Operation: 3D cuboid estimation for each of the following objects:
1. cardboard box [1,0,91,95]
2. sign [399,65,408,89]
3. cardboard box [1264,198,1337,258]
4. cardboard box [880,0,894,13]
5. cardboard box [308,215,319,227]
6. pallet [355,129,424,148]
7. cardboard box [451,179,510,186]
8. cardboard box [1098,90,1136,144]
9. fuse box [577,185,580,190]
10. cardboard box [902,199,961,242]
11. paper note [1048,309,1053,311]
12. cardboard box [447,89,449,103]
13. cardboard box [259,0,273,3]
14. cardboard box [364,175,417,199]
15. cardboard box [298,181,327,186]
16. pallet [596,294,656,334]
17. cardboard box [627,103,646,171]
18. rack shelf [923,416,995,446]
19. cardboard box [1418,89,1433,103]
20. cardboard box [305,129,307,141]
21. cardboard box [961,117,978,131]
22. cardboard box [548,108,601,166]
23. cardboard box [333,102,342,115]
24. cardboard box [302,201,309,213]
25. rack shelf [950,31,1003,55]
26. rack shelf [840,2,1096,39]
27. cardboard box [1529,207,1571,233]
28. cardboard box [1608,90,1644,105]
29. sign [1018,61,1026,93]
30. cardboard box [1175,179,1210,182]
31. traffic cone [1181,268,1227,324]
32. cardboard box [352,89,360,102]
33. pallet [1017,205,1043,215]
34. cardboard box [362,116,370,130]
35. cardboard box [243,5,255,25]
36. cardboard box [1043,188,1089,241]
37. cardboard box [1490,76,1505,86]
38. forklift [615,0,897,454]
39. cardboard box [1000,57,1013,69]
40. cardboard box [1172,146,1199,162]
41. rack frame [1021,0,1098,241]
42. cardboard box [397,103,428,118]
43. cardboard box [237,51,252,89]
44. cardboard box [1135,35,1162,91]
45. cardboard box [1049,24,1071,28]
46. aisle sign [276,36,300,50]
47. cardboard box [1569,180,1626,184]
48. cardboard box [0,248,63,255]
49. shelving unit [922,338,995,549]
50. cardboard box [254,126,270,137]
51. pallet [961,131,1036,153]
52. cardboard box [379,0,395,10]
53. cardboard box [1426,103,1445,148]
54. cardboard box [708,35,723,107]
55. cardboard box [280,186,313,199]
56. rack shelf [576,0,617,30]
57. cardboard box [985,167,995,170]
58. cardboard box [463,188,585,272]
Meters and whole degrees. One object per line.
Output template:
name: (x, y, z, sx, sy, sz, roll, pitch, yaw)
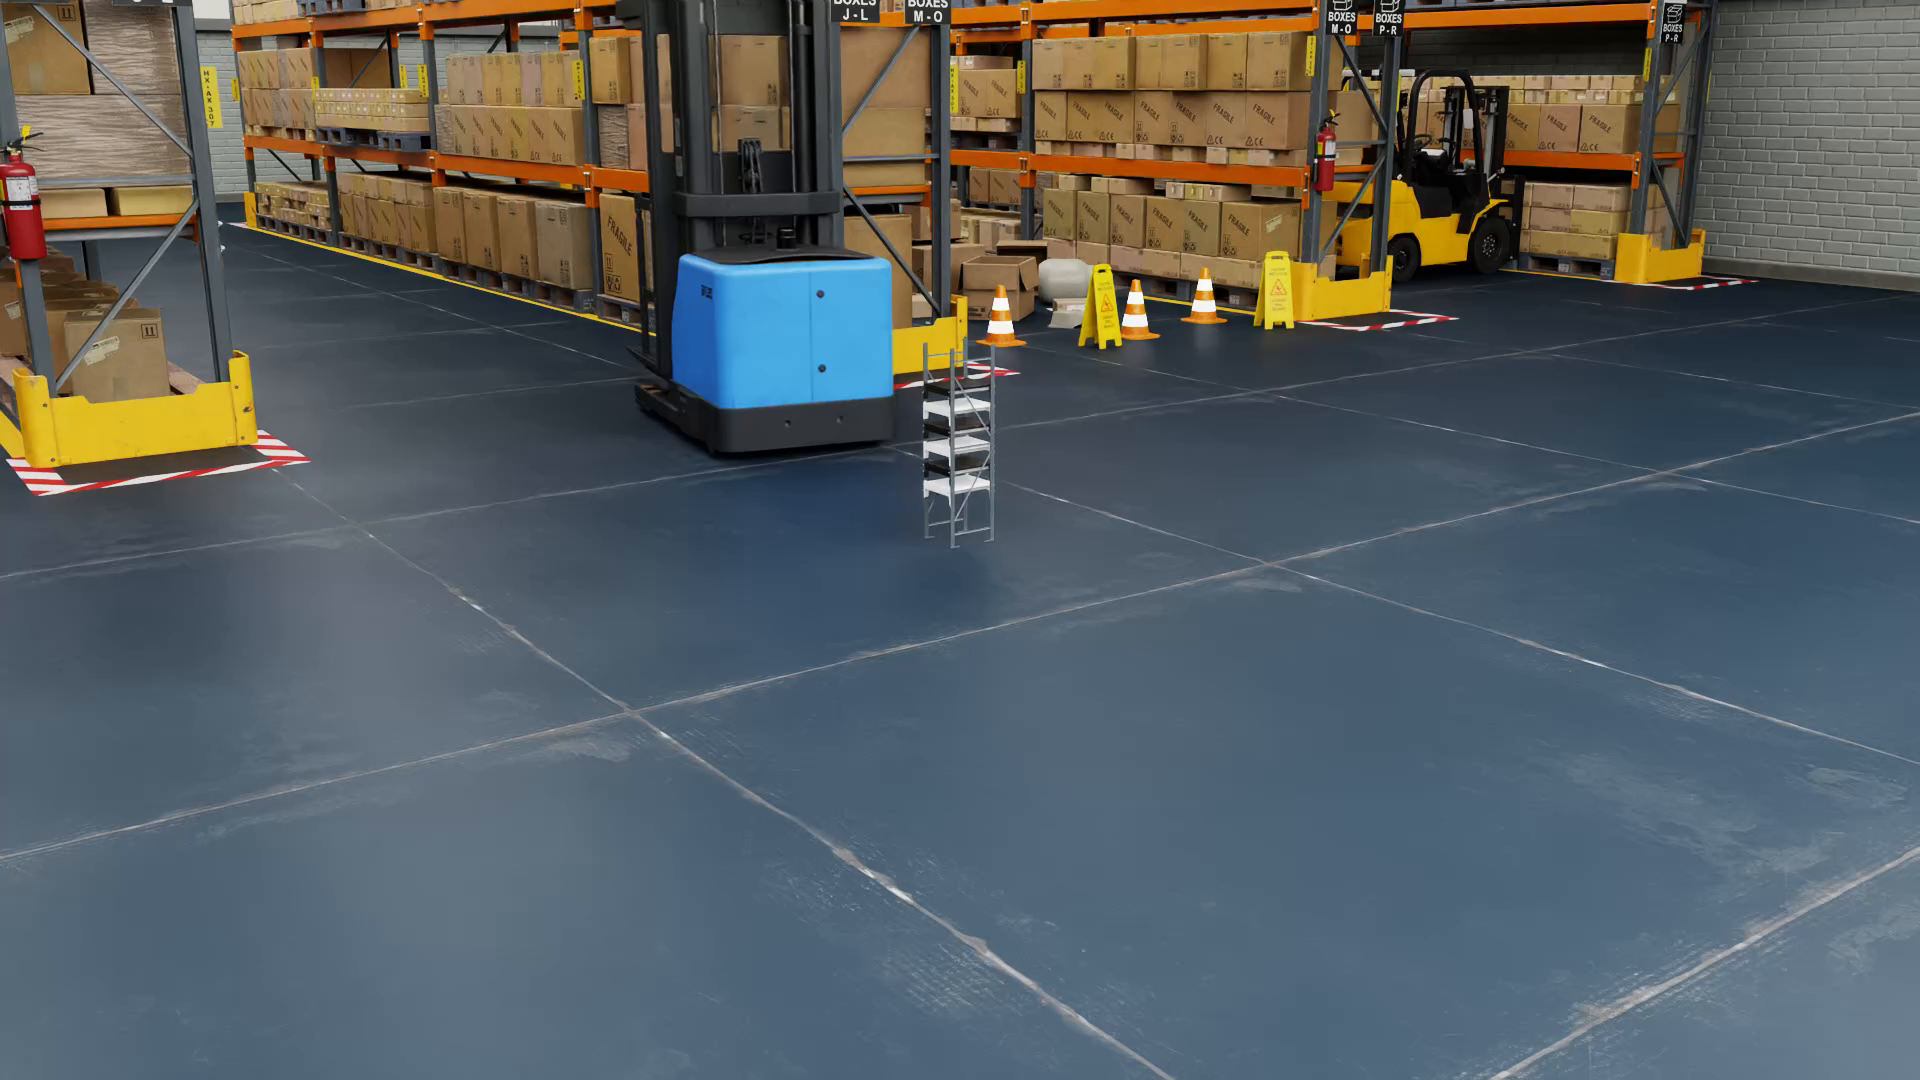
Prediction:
cardboard box: (-5.102, -2.692, 9.082, 0.500, 0.500, 0.500, -11, 19, -35)
sign: (-7.116, -5.895, 21.238, 0.100, 0.325, 0.005, -11, 19, -35)
cardboard box: (3.172, -2.935, 15.611, 0.500, 0.500, 0.500, -12, 19, -36)
cardboard box: (-0.717, -6.476, 19.685, 0.700, 0.500, 0.500, -11, 19, -35)
cardboard box: (-8.362, -4.223, 21.927, 0.380, 0.149, 0.250, -12, 19, -36)
pallet: (-6.408, -4.719, 19.500, 1.003, 0.211, 1.213, -11, 19, -35)
cardboard box: (-5.420, -3.939, 18.804, 0.500, 0.250, 0.500, -12, 19, -37)
cardboard box: (1.718, -4.173, 16.387, 0.500, 0.500, 0.500, -11, 19, -35)
fuse box: (-7.519, -7.767, 32.714, 0.539, 1.711, 0.414, -11, 19, -35)
cardboard box: (-0.337, -3.208, 16.916, 0.500, 0.500, 0.500, -11, 19, -35)
paper note: (0.894, -2.137, 15.348, 0.148, 0.019, 0.142, -4, 16, -15)
cardboard box: (-5.486, -4.949, 18.531, 0.380, 0.149, 0.250, -11, 19, -36)
cardboard box: (-8.973, -7.256, 22.061, 0.500, 0.250, 0.500, -12, 19, -37)
cardboard box: (-6.731, -4.186, 19.709, 0.500, 0.250, 0.500, -10, 18, -32)
cardboard box: (-9.297, -5.082, 23.939, 0.380, 0.149, 0.250, -10, 18, -33)
pallet: (-2.475, -2.022, 14.563, 1.003, 0.211, 1.213, -11, 19, -35)
cardboard box: (-2.291, -3.423, 14.115, 0.875, 0.550, 0.550, -11, 19, -35)
rack shelf: (-0.005, -0.490, 7.449, 0.258, 0.077, 0.200, -11, 19, -35)
cardboard box: (5.487, -5.184, 19.416, 0.380, 0.149, 0.250, -10, 18, -33)
cardboard box: (-8.268, -5.257, 21.579, 0.380, 0.149, 0.250, -10, 18, -32)
cardboard box: (0.238, -4.588, 18.338, 0.380, 0.149, 0.250, -11, 19, -35)
cardboard box: (-3.382, -3.659, 15.075, 0.500, 0.500, 0.500, -11, 19, -35)
cardboard box: (-7.244, -5.153, 19.839, 0.380, 0.149, 0.250, -12, 19, -37)
cardboard box: (-8.580, -4.469, 22.263, 0.380, 0.149, 0.250, -10, 18, -33)
rack shelf: (-0.781, -8.337, 28.037, 1.077, 0.370, 4.000, -11, 19, -35)
rack shelf: (-0.090, -5.858, 18.978, 1.077, 0.370, 4.000, -11, 19, -35)
cardboard box: (6.625, -3.530, 18.257, 0.500, 0.250, 0.500, -11, 19, -35)
cardboard box: (7.020, -4.640, 17.428, 0.380, 0.149, 0.250, -11, 19, -34)
sign: (0.639, -4.803, 17.248, 0.100, 0.325, 0.005, -11, 19, -35)
cardboard box: (3.493, -4.740, 22.915, 0.875, 0.625, 0.625, -10, 18, -33)
traffic cone: (2.141, -2.145, 14.536, 0.336, 0.463, 0.334, -11, 19, -35)
cardboard box: (-6.781, -5.129, 19.188, 0.380, 0.149, 0.250, -10, 18, -33)
pallet: (1.625, -5.037, 25.580, 1.003, 0.211, 1.213, -11, 19, -35)
cardboard box: (-6.623, -4.785, 19.059, 0.380, 0.149, 0.250, -10, 18, -33)
cardboard box: (-9.551, -7.229, 22.910, 0.500, 0.250, 0.500, -10, 18, -33)
cardboard box: (1.214, -3.401, 17.313, 0.500, 0.500, 0.500, -10, 18, -32)
cardboard box: (6.163, -5.123, 18.631, 0.380, 0.149, 0.250, -11, 19, -34)
forklift: (-1.422, -2.231, 10.174, 1.130, 2.935, 3.031, -7, 17, -23)
cardboard box: (0.373, -5.410, 18.881, 0.380, 0.149, 0.250, -10, 18, -31)
cardboard box: (2.236, -3.665, 15.759, 0.380, 0.149, 0.250, -11, 19, -35)
rack frame: (1.086, -4.331, 17.718, 1.000, 3.000, 0.127, -11, 19, -35)
cardboard box: (-5.870, -4.655, 18.019, 0.380, 0.149, 0.250, -10, 18, -33)
cardboard box: (-9.865, -6.640, 23.509, 0.500, 0.500, 0.500, -11, 19, -35)
cardboard box: (2.105, -4.556, 15.894, 0.700, 0.500, 0.500, -11, 19, -35)
cardboard box: (1.658, -7.617, 24.326, 0.500, 0.250, 0.500, -11, 19, -35)
aisle sign: (-9.715, -7.420, 24.078, 0.394, 0.787, 0.004, -11, 19, -35)
cardboard box: (7.024, -3.845, 18.461, 0.500, 0.250, 0.500, -11, 19, -34)
cardboard box: (-7.539, -2.039, 13.244, 0.700, 0.500, 0.500, -11, 19, -35)
shelving unit: (-0.005, -0.436, 7.464, 0.258, 0.900, 0.210, -11, 19, -35)
cardboard box: (-9.691, -5.749, 23.374, 0.380, 0.149, 0.250, -12, 19, -36)
pallet: (0.754, -4.424, 18.422, 1.003, 0.211, 1.213, -11, 19, -35)
cardboard box: (-6.057, -6.078, 18.228, 0.500, 0.500, 0.500, -11, 19, -35)
cardboard box: (5.766, -4.799, 19.237, 0.500, 0.500, 0.500, -11, 19, -35)
cardboard box: (-1.728, -3.702, 13.091, 0.875, 0.550, 0.500, -11, 19, -35)
cardboard box: (-9.092, -4.775, 22.820, 0.380, 0.149, 0.250, -11, 19, -34)
rack shelf: (-1.683, -4.214, 12.971, 1.077, 0.370, 4.000, -11, 19, -35)
cardboard box: (0.616, -5.955, 26.364, 0.380, 0.149, 0.250, -11, 19, -36)
cardboard box: (-4.409, -3.183, 16.988, 1.050, 0.750, 0.750, -11, 19, -34)
